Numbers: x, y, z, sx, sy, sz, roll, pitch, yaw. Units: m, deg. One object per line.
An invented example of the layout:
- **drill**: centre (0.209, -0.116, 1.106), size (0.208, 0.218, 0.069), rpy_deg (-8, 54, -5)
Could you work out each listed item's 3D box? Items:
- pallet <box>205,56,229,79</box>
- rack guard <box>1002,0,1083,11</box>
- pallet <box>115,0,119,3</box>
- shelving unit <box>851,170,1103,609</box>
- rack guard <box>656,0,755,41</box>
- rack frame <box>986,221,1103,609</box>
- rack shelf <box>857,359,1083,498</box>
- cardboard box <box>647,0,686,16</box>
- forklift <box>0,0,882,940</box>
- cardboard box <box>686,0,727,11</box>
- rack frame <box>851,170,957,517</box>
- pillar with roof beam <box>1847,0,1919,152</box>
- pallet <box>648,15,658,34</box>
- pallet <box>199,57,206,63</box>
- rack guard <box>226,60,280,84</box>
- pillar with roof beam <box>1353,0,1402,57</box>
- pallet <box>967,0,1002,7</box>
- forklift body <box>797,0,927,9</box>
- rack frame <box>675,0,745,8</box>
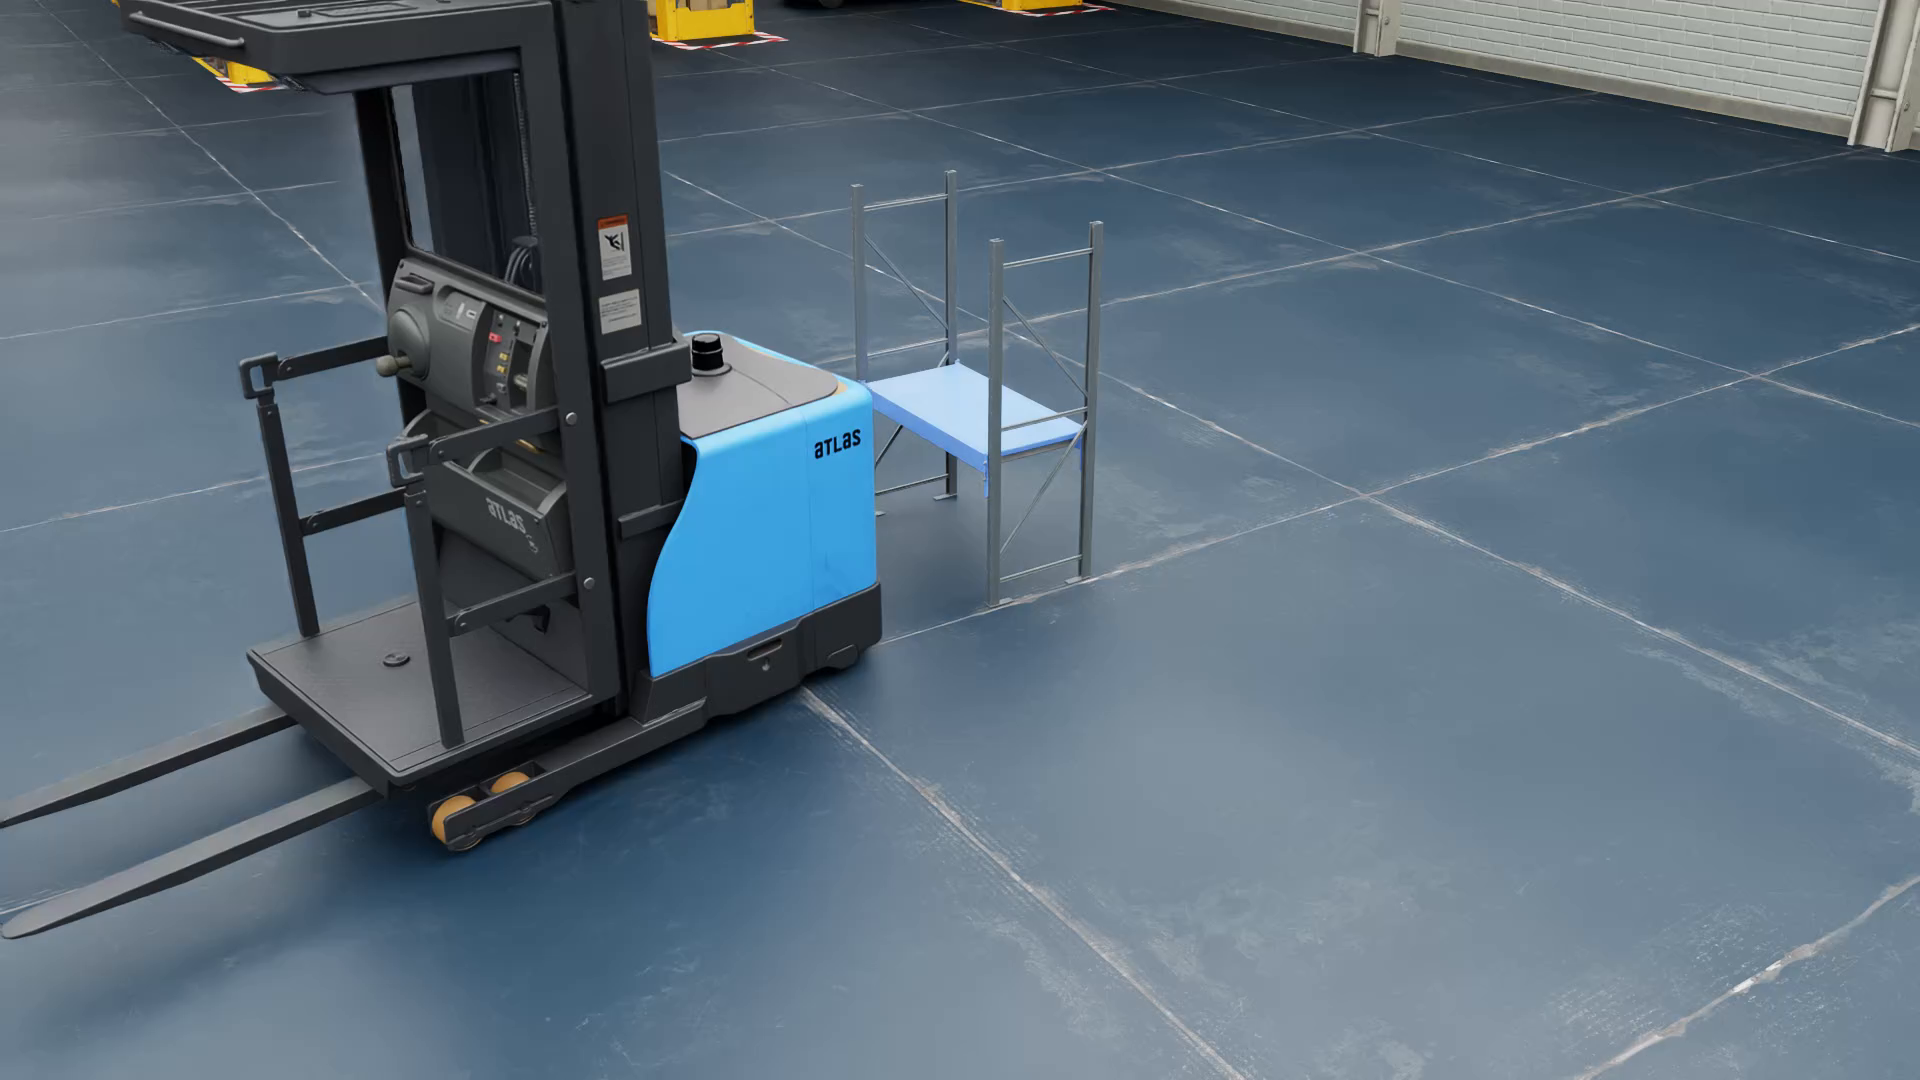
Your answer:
- **pallet**: centre (-7.639, -5.297, 18.223), size (1.003, 0.211, 1.213), rpy_deg (-16, 29, -30)
- **rack guard**: centre (1.125, -7.499, 22.549), size (1.175, 0.500, 0.348), rpy_deg (-16, 29, -30)
- **pallet**: centre (-11.137, -7.591, 23.082), size (1.003, 0.211, 1.213), rpy_deg (-16, 29, -30)
- **shelving unit**: centre (0.047, -0.648, 6.865), size (0.538, 1.500, 1.048), rpy_deg (-16, 29, -30)
- **rack guard**: centre (-3.087, -6.376, 20.172), size (1.175, 0.500, 0.348), rpy_deg (-16, 29, -30)
- **rack frame**: centre (0.324, -0.466, 6.480), size (0.500, 1.500, 0.032), rpy_deg (-16, 29, -30)
- **rack shelf**: centre (0.047, -0.485, 6.942), size (0.538, 0.185, 1.000), rpy_deg (-16, 29, -30)
- **cardboard box**: centre (-3.725, -6.661, 20.576), size (0.500, 0.250, 0.500), rpy_deg (-16, 29, -30)
- **forklift**: centre (-1.704, -0.606, 5.099), size (3.031, 2.935, 1.130), rpy_deg (-23, 33, -39)
- **cardboard box**: centre (-3.254, -6.779, 20.825), size (0.500, 0.250, 0.500), rpy_deg (-16, 30, -30)
- **rack frame**: centre (-0.231, -0.830, 7.250), size (0.500, 1.500, 0.032), rpy_deg (-16, 29, -30)
- **pillar with roof beam**: centre (4.431, -6.514, 10.508), size (9.100, 9.000, 0.400), rpy_deg (-16, 29, -30)
- **pallet**: centre (-3.500, -6.545, 20.866), size (1.003, 0.211, 1.213), rpy_deg (-16, 29, -30)
- **pallet**: centre (-8.301, -5.733, 19.146), size (1.003, 0.211, 1.213), rpy_deg (-16, 29, -30)
- **rack guard**: centre (-7.124, -5.151, 17.576), size (1.175, 0.500, 0.348), rpy_deg (-16, 29, -30)
- **pillar with roof beam**: centre (1.155, -8.660, 15.054), size (9.100, 9.000, 0.400), rpy_deg (-16, 29, -30)
- **pallet**: centre (0.659, -7.641, 23.188), size (1.003, 0.211, 1.213), rpy_deg (-16, 29, -30)
- **forklift body**: centre (-1.452, -8.507, 22.751), size (2.313, 2.155, 1.214), rpy_deg (-16, 29, -30)
- **rack frame**: centre (-3.045, -7.480, 19.580), size (1.000, 3.000, 0.127), rpy_deg (-16, 29, -30)
